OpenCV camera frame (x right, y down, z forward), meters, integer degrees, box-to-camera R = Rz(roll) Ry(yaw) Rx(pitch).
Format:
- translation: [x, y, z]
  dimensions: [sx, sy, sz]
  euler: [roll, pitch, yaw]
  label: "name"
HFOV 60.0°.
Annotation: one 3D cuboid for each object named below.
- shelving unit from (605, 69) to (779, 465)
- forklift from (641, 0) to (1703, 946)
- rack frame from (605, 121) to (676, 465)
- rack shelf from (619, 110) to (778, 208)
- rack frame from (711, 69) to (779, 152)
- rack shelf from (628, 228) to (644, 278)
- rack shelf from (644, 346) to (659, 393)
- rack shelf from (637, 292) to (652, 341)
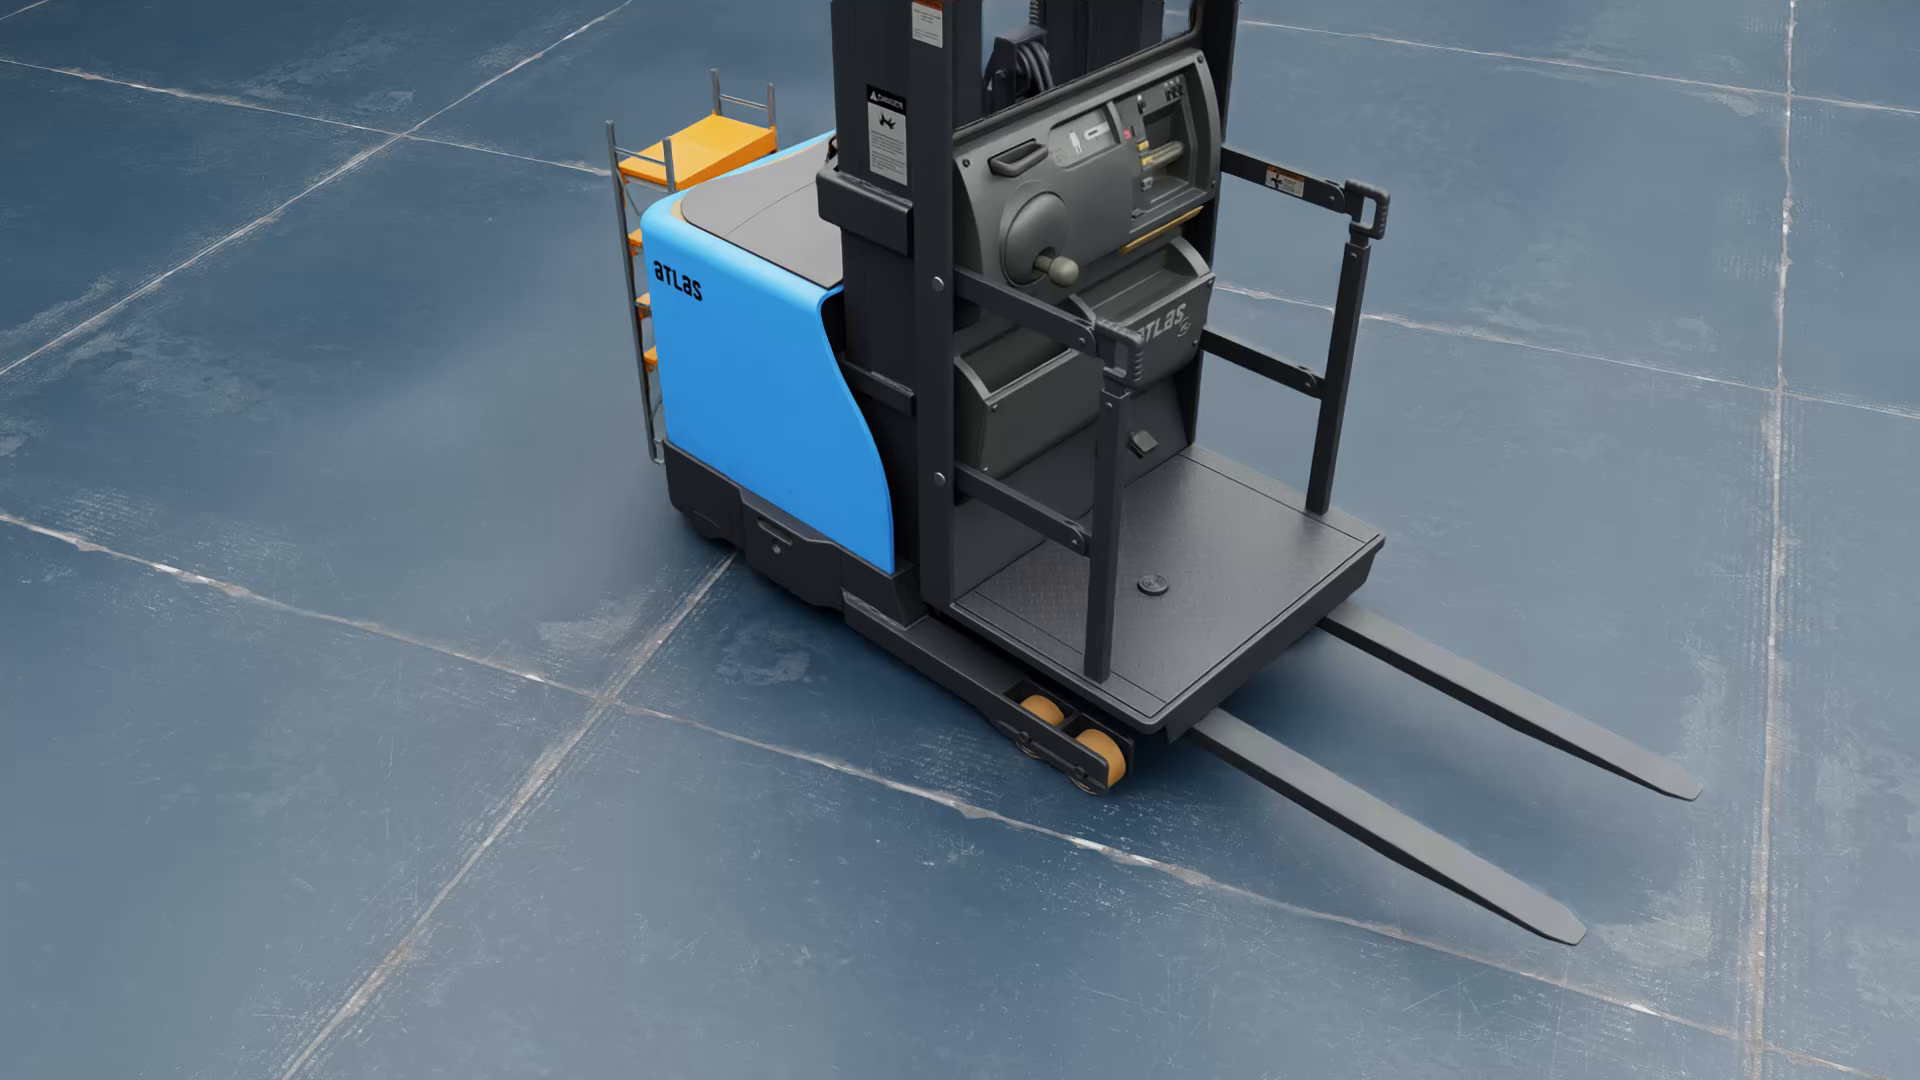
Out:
- translation: [-0.809, -0.837, 5.368]
  dimensions: [0.258, 1.200, 0.503]
  euler: [21, 42, 25]
  label: "shelving unit"
- translation: [0.489, -0.865, 3.959]
  dimensions: [3.031, 2.935, 1.130]
  euler: [29, 46, 33]
  label: "forklift"
- translation: [-0.940, -0.714, 5.203]
  dimensions: [0.240, 1.200, 0.015]
  euler: [21, 42, 25]
  label: "rack frame"
- translation: [-0.809, -1.152, 5.133]
  dimensions: [0.258, 0.148, 0.480]
  euler: [21, 42, 25]
  label: "rack shelf"
- translation: [-0.678, -0.961, 5.533]
  dimensions: [0.240, 1.200, 0.015]
  euler: [21, 42, 25]
  label: "rack frame"
- translation: [-0.809, -0.962, 5.274]
  dimensions: [0.258, 0.148, 0.480]
  euler: [21, 42, 25]
  label: "rack shelf"
- translation: [-0.809, -0.624, 5.527]
  dimensions: [0.258, 0.148, 0.480]
  euler: [21, 42, 25]
  label: "rack shelf"
- translation: [-0.809, -0.783, 5.408]
  dimensions: [0.258, 0.148, 0.480]
  euler: [21, 42, 25]
  label: "rack shelf"
